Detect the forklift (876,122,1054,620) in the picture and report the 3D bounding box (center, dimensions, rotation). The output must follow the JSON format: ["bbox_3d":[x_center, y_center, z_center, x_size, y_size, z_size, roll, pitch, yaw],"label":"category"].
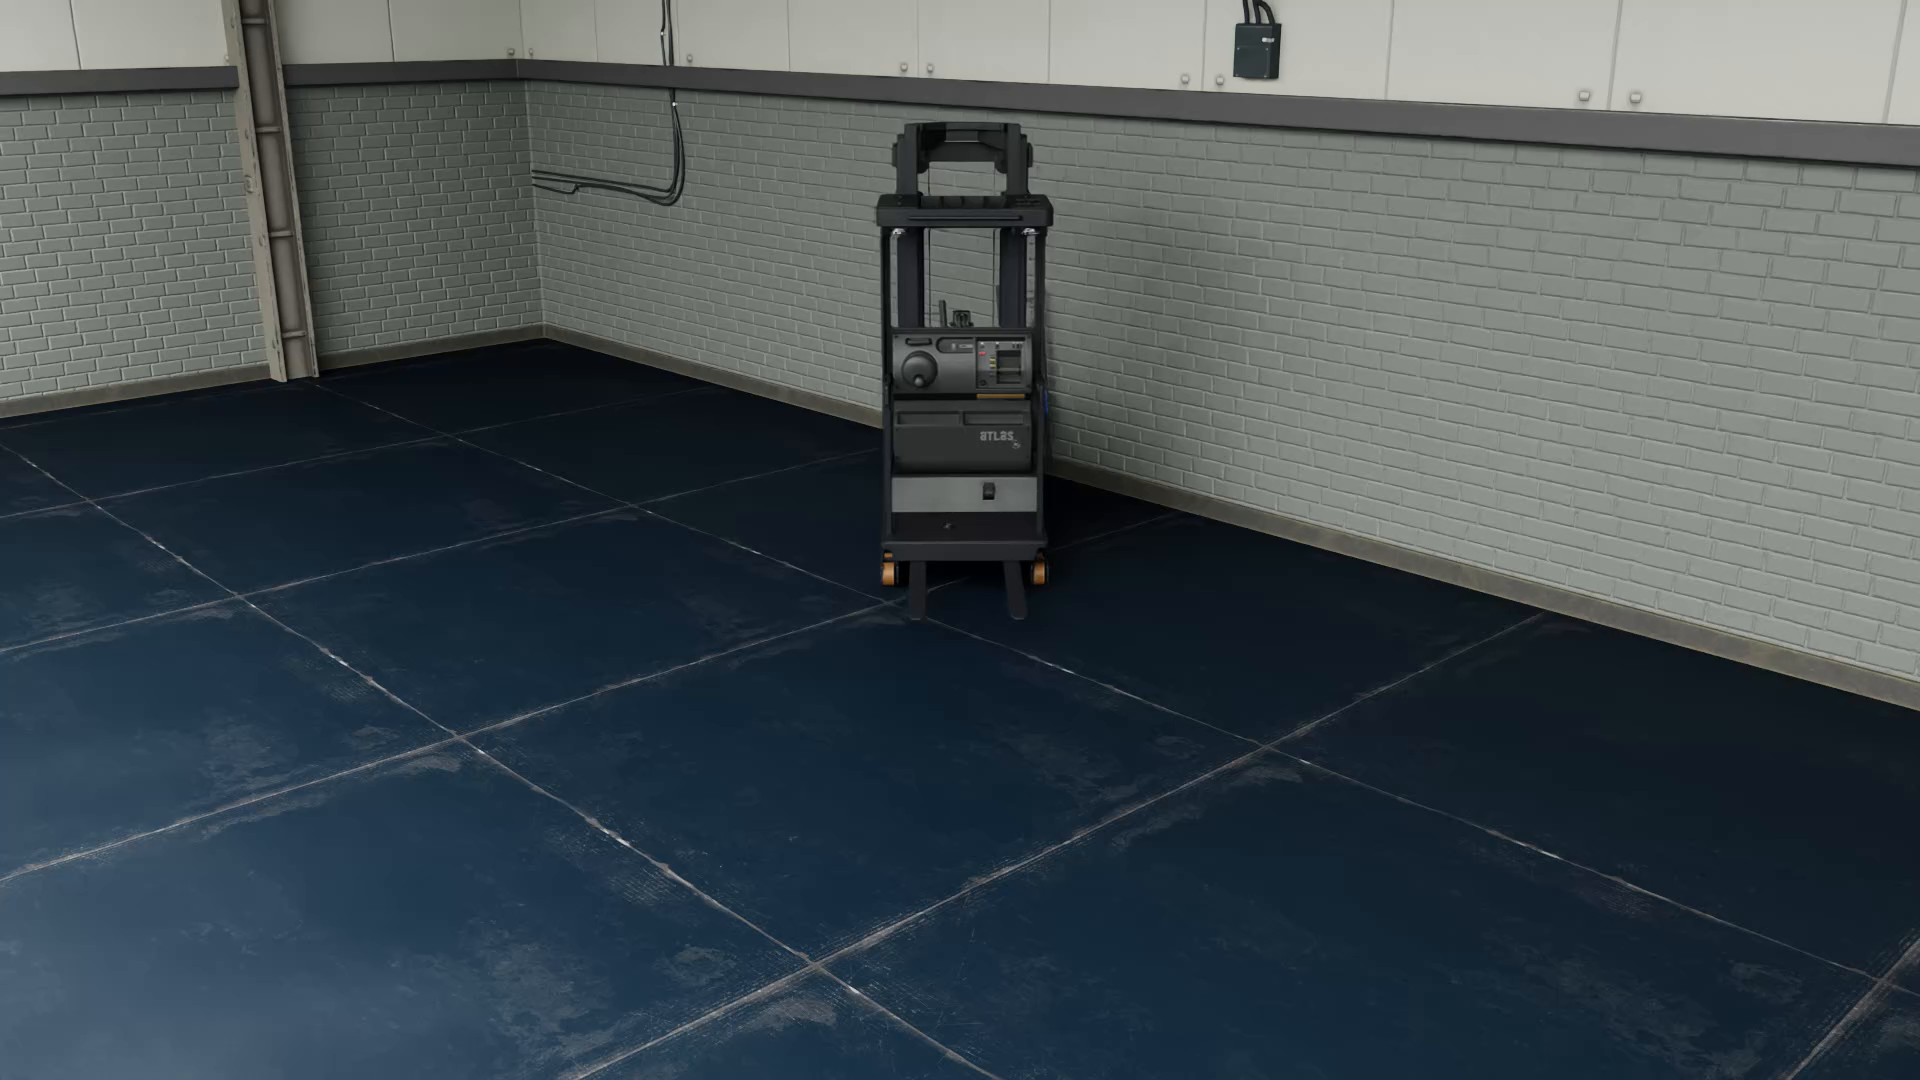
[{"bbox_3d":[0.023,-1.182,10.878,1.130,2.935,3.031,0,18,-1],"label":"forklift"}]

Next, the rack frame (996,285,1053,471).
[{"bbox_3d":[0.526,-1.319,13.539,0.032,1.500,0.500,-16,17,-39],"label":"rack frame"}]

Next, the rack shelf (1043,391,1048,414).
[{"bbox_3d":[0.161,-1.040,13.256,1.000,0.185,0.538,-16,17,-39],"label":"rack shelf"}]

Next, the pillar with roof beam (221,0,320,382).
[{"bbox_3d":[-3.913,-4.999,12.813,0.400,9.000,9.100,-16,24,-41],"label":"pillar with roof beam"}]

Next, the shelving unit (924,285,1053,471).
[{"bbox_3d":[0.148,-1.215,13.215,1.048,1.500,0.538,-16,17,-39],"label":"shelving unit"}]

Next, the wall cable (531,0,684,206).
[{"bbox_3d":[-3.821,-4.815,17.279,0.112,2.526,3.097,-16,24,-41],"label":"wall cable"}]

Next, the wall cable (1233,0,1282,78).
[{"bbox_3d":[2.689,-5.779,9.704,0.169,6.003,2.305,-16,24,-41],"label":"wall cable"}]

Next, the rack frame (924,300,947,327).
[{"bbox_3d":[-0.230,-1.110,12.892,0.032,1.500,0.500,-16,17,-39],"label":"rack frame"}]
